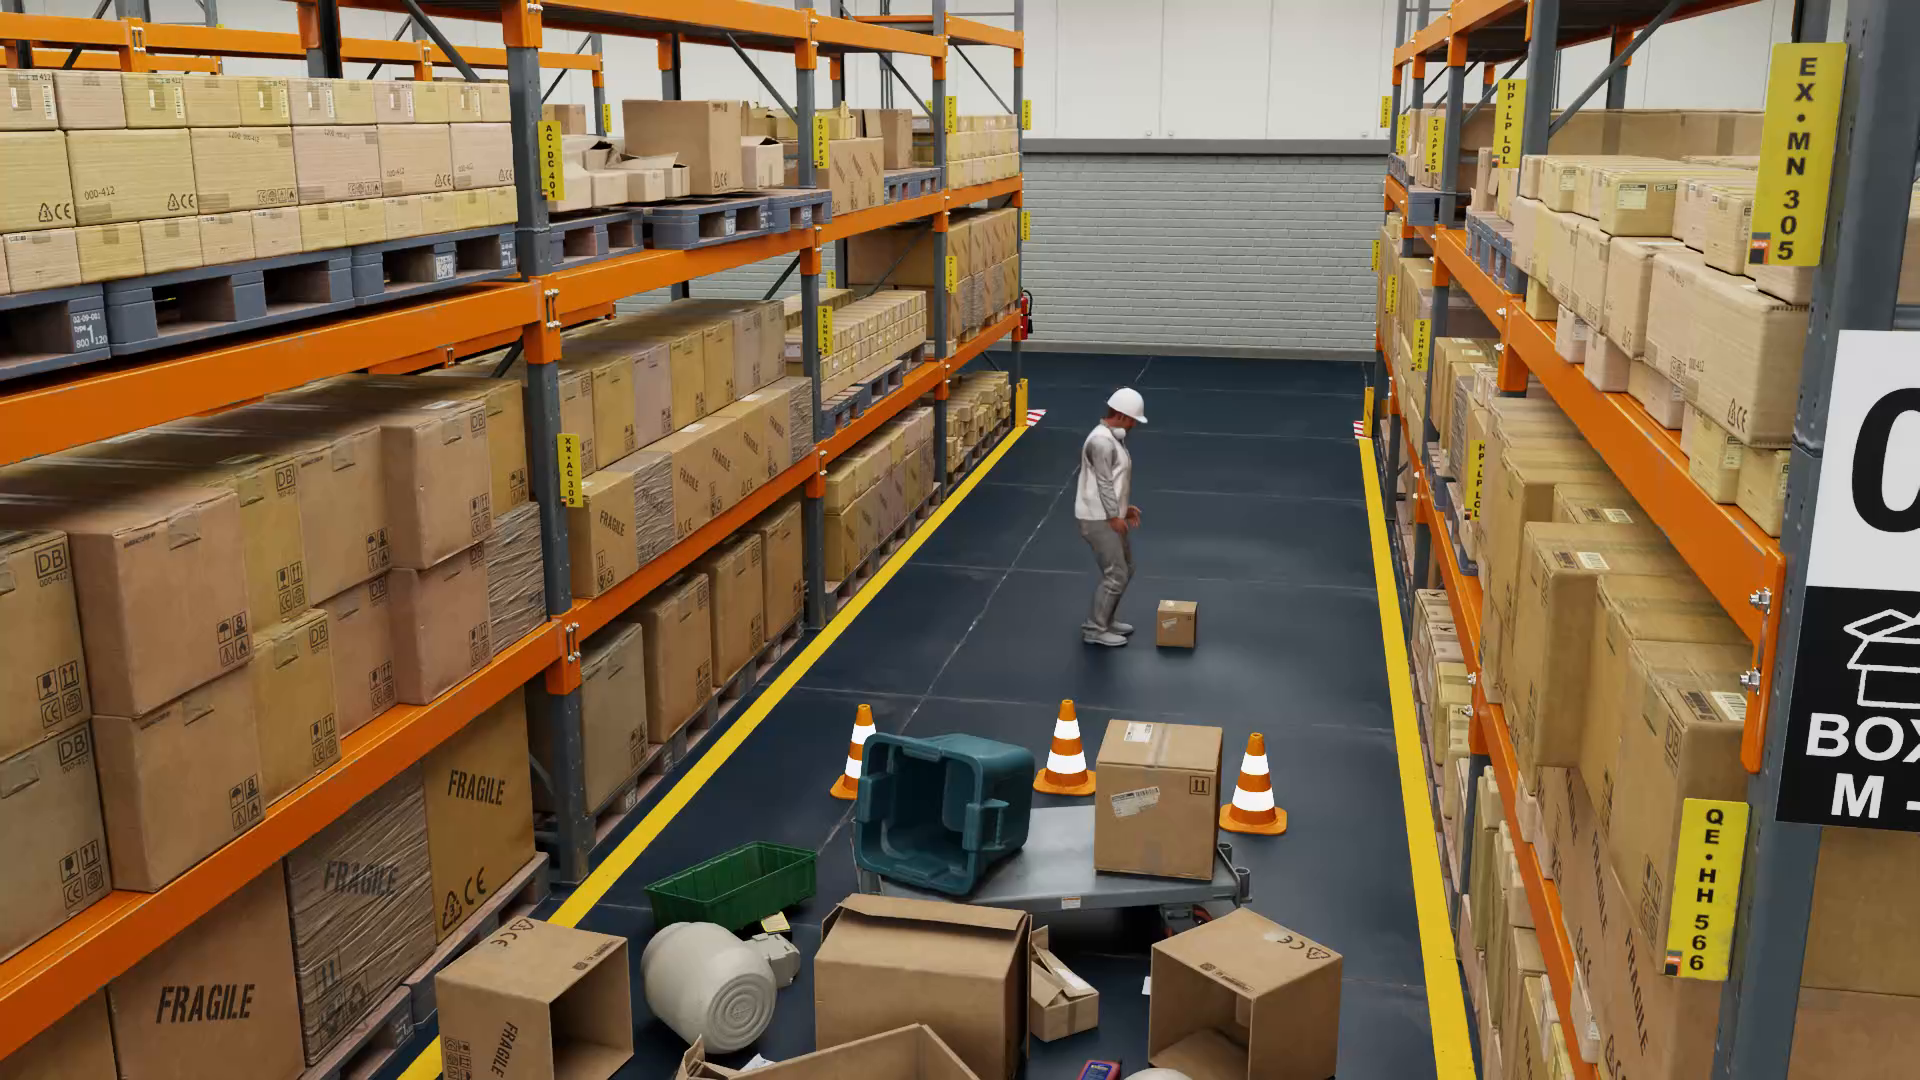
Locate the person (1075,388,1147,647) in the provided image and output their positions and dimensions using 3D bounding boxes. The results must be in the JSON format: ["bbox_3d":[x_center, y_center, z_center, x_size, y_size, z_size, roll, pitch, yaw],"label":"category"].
[{"bbox_3d":[1.016,-0.170,11.221,0.457,1.729,0.556,3,15,13],"label":"person"}]
